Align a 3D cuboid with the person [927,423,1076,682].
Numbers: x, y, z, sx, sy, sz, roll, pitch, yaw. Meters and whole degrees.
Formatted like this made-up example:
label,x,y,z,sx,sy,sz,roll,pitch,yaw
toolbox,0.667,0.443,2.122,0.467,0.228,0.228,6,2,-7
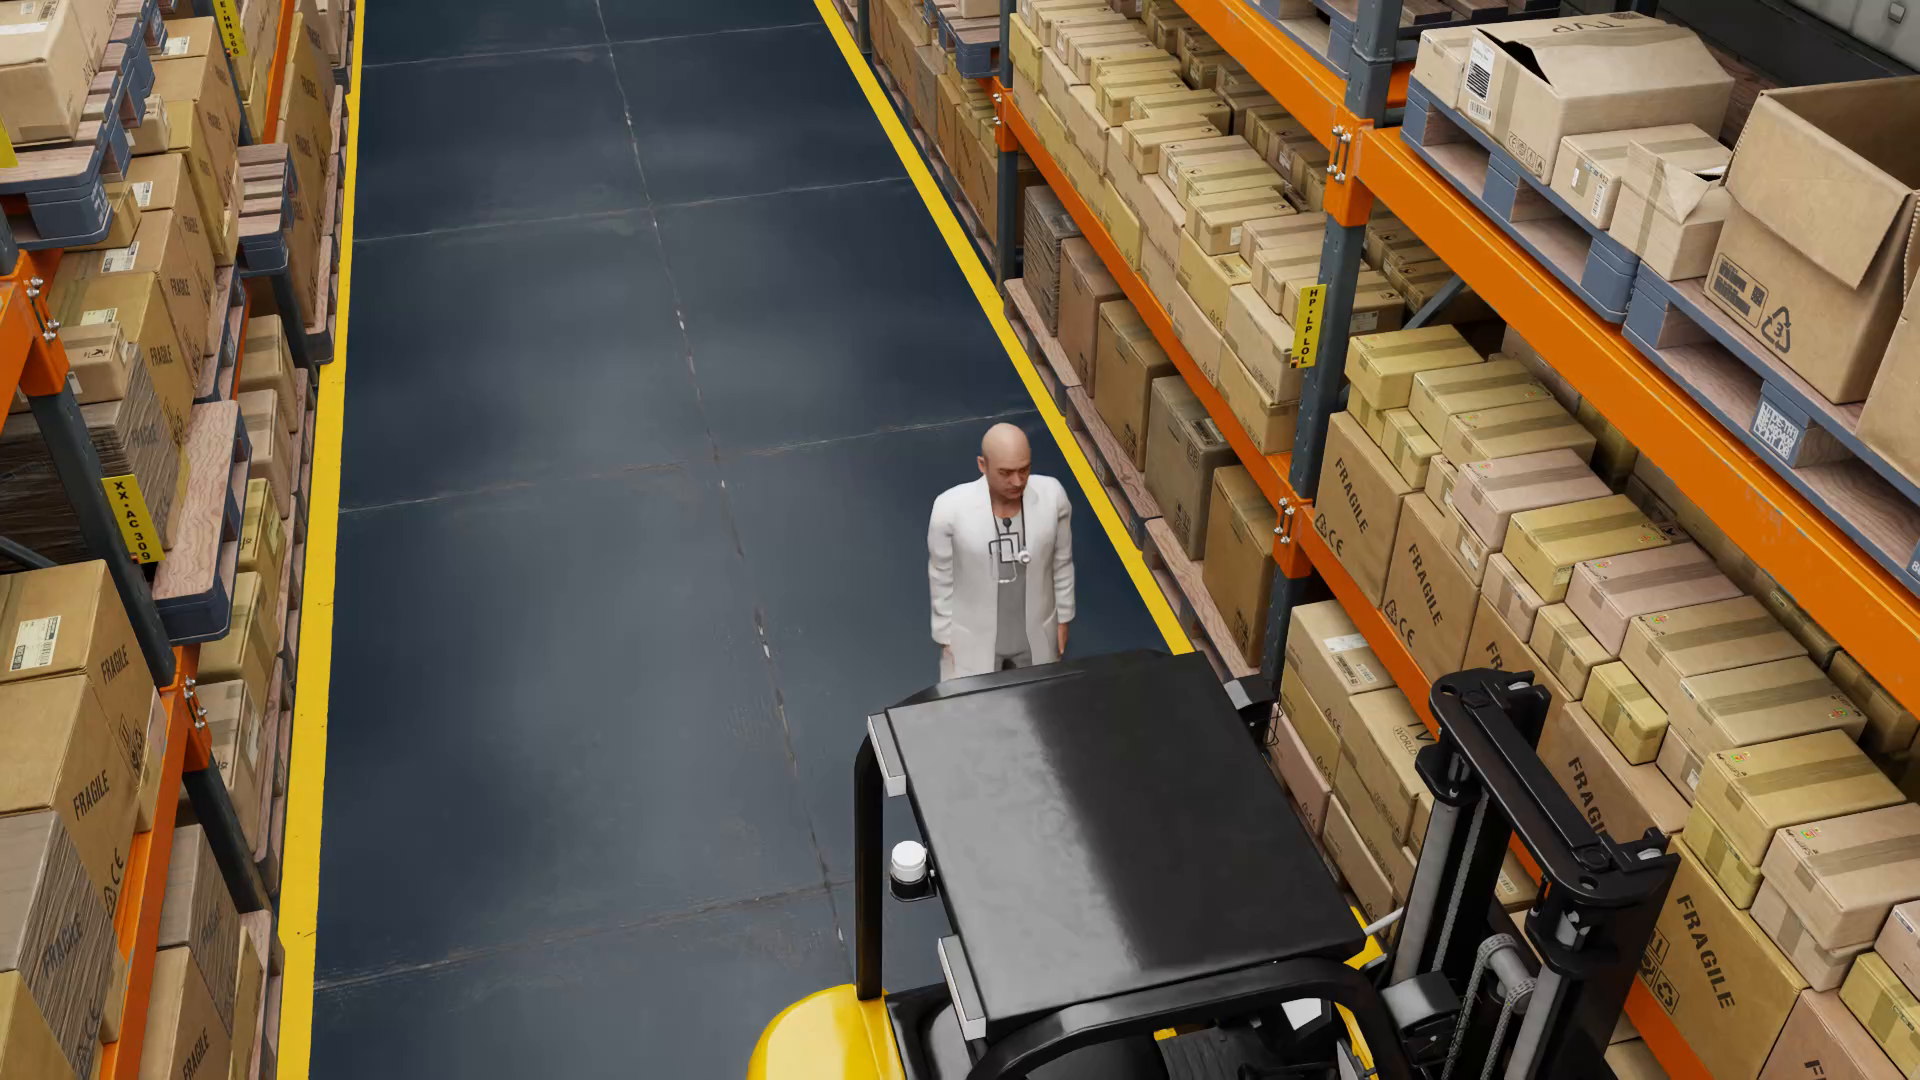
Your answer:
label,x,y,z,sx,sy,sz,roll,pitch,yaw
person,0.169,0.350,6.294,0.563,1.804,0.482,-8,38,-11
